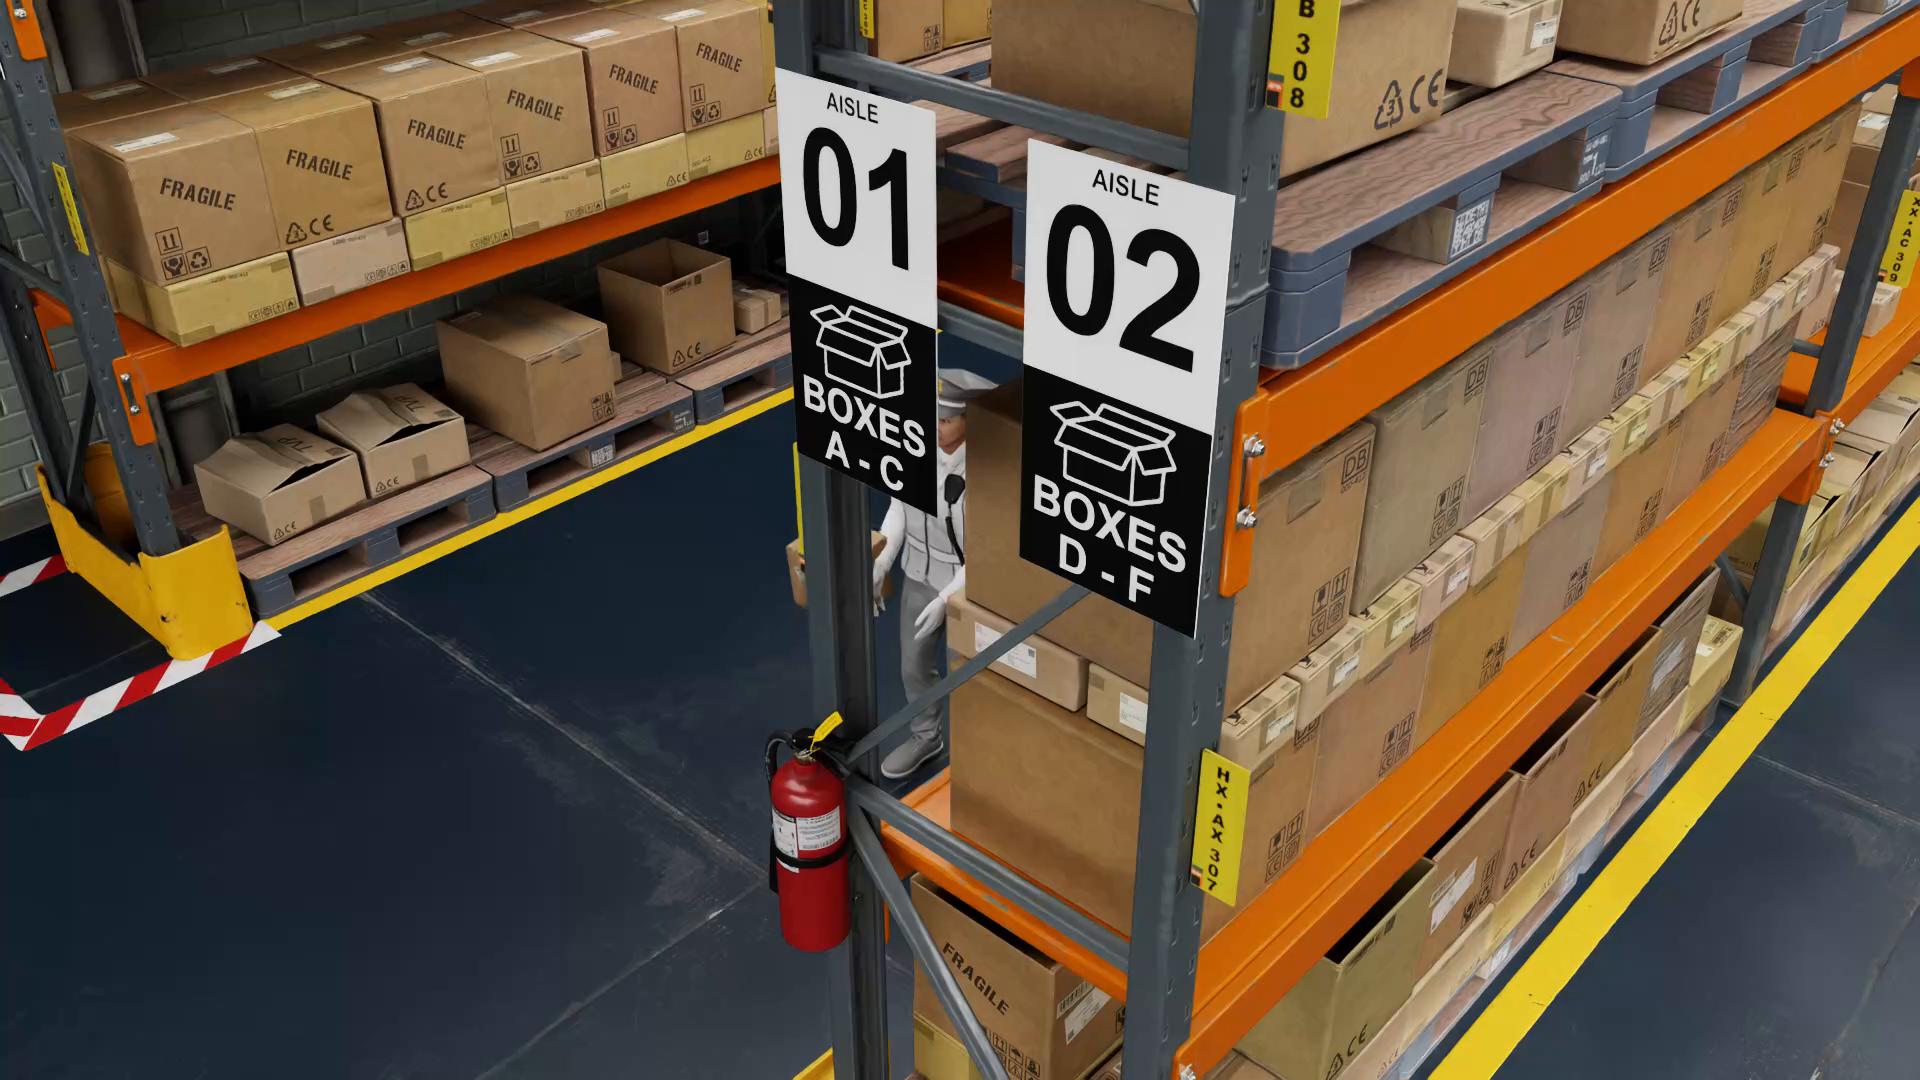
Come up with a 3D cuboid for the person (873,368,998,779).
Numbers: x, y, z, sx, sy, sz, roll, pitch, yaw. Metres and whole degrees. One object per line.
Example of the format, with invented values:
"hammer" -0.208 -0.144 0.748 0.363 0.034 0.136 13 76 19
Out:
"person" -0.085 0.188 5.798 0.492 1.691 0.476 25 39 34
